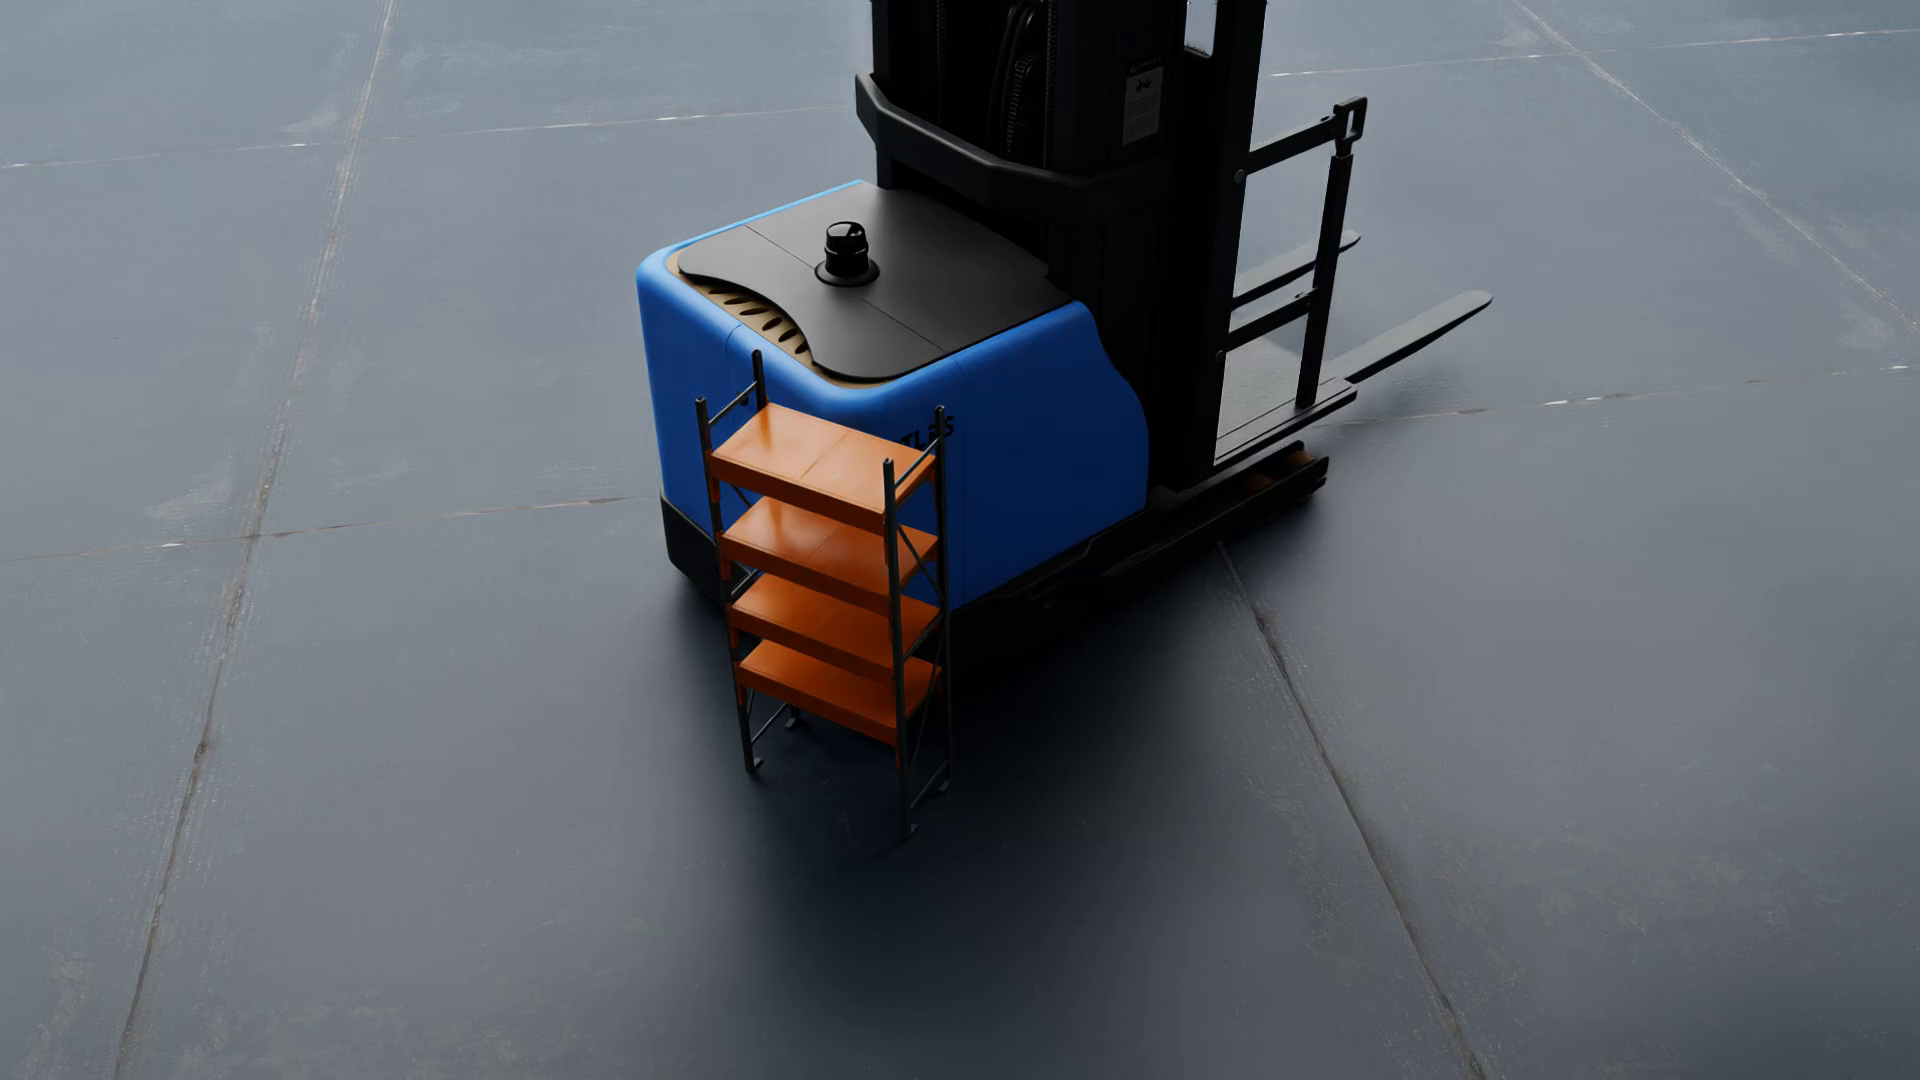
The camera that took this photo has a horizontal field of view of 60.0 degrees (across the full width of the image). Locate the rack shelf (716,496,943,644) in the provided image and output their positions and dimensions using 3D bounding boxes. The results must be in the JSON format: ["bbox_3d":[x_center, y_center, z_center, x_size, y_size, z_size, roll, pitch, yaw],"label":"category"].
[{"bbox_3d":[-0.306,0.042,3.957,0.480,0.148,0.258,19,43,23],"label":"rack shelf"}]

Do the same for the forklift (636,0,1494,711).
[{"bbox_3d":[0.562,-1.426,4.697,3.031,2.935,1.130,-27,45,-30],"label":"forklift"}]

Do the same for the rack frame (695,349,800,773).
[{"bbox_3d":[-0.516,0.090,4.150,0.015,1.200,0.240,19,43,23],"label":"rack frame"}]

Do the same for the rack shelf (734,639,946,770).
[{"bbox_3d":[-0.300,0.369,4.224,0.480,0.148,0.258,19,43,23],"label":"rack shelf"}]

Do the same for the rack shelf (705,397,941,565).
[{"bbox_3d":[-0.309,-0.142,3.808,0.480,0.148,0.258,19,43,23],"label":"rack shelf"}]

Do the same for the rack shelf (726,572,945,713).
[{"bbox_3d":[-0.303,0.215,4.099,0.480,0.148,0.258,19,43,23],"label":"rack shelf"}]

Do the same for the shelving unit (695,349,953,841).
[{"bbox_3d":[-0.303,0.163,4.056,0.503,1.200,0.258,19,43,23],"label":"shelving unit"}]

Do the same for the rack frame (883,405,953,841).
[{"bbox_3d":[-0.091,0.236,3.962,0.015,1.200,0.240,19,43,23],"label":"rack frame"}]
